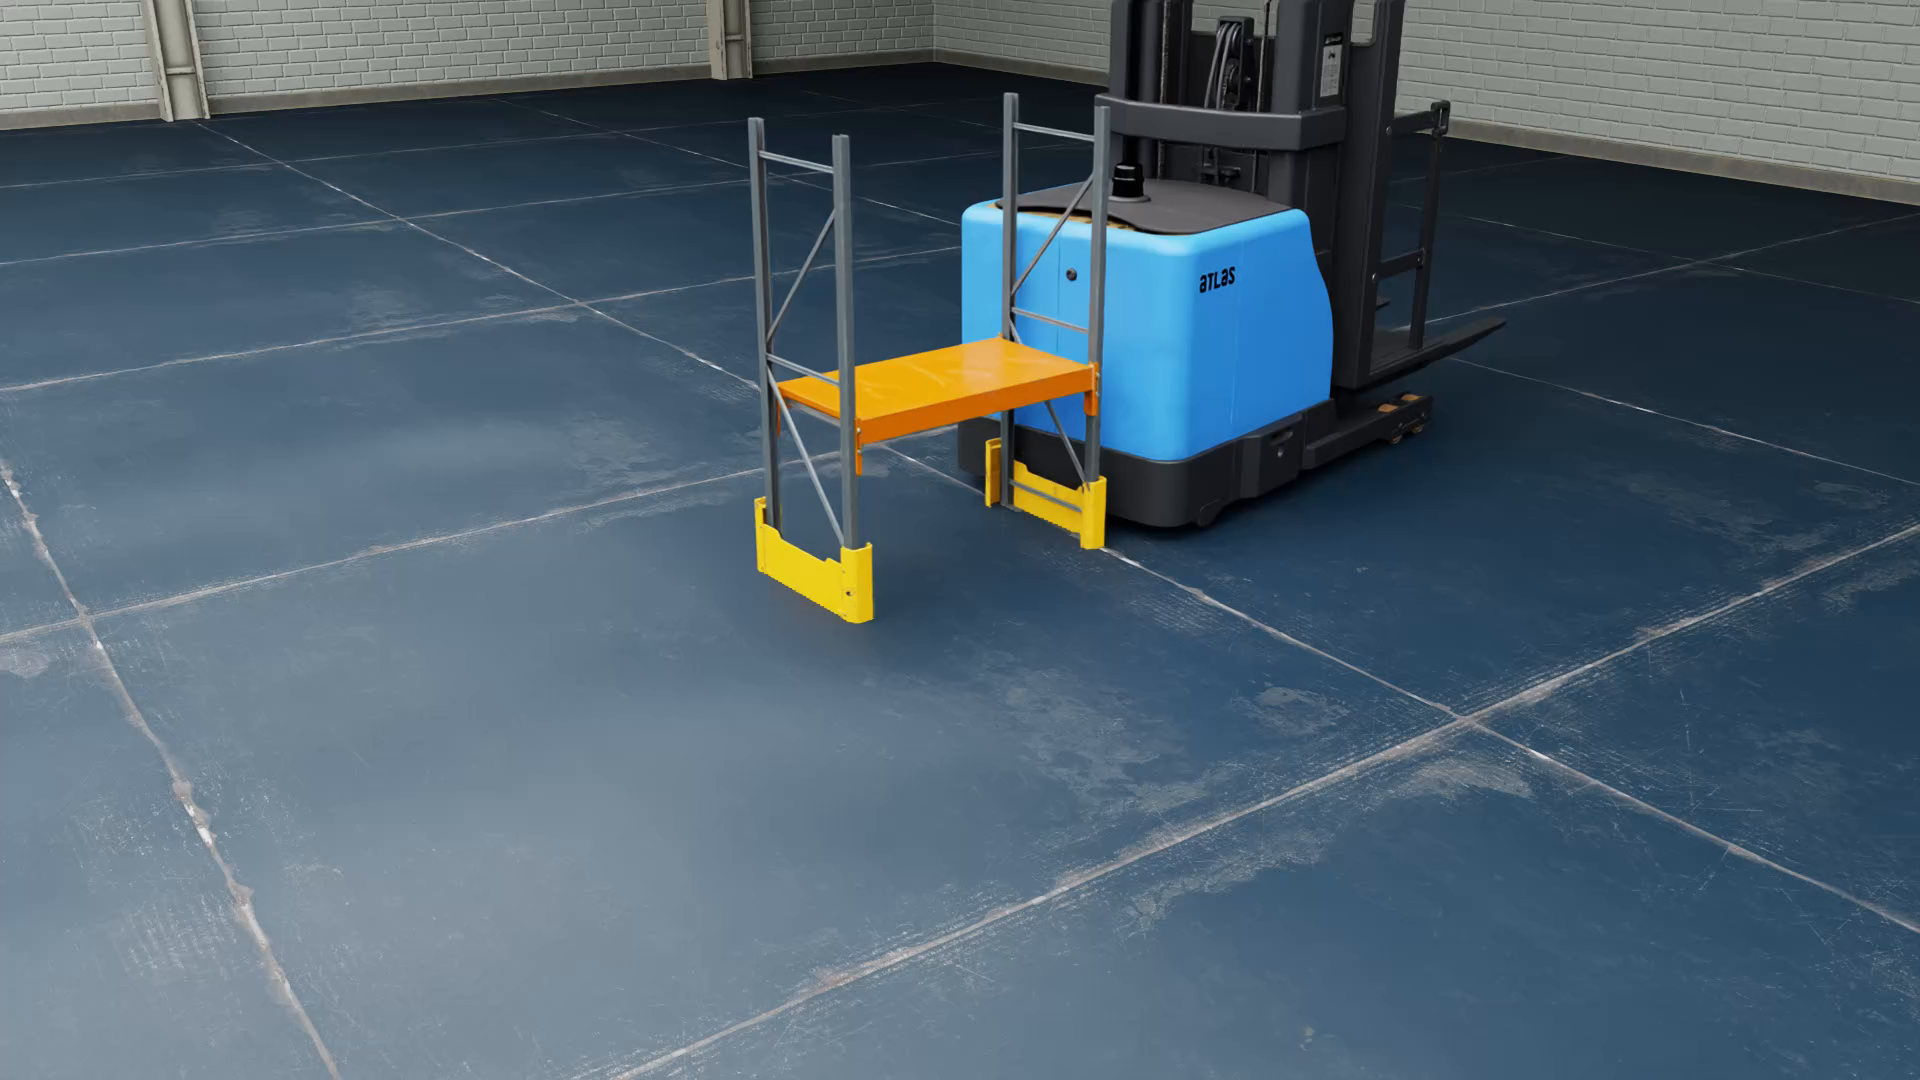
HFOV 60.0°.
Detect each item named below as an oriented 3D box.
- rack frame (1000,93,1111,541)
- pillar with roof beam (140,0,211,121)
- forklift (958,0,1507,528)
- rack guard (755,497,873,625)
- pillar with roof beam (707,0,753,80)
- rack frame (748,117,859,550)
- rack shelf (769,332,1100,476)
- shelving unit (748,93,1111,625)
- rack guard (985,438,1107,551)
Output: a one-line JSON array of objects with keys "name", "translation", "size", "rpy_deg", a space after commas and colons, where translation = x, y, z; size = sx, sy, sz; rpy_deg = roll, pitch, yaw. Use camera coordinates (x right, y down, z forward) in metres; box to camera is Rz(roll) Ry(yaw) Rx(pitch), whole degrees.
[{"name": "rack frame", "translation": [0.316, -0.756, 5.767], "size": [0.032, 1.500, 0.500], "rpy_deg": [-16, 27, -35]}, {"name": "pillar with roof beam", "translation": [-5.024, -6.992, 11.276], "size": [0.400, 9.000, 9.100], "rpy_deg": [-15, 26, -33]}, {"name": "forklift", "translation": [1.349, -1.869, 6.626], "size": [1.130, 2.935, 3.031], "rpy_deg": [18, 28, 38]}, {"name": "rack guard", "translation": [-0.480, 0.058, 5.413], "size": [0.087, 0.250, 0.587], "rpy_deg": [-16, 27, -35]}, {"name": "pillar with roof beam", "translation": [-0.154, -8.290, 14.530], "size": [0.400, 9.000, 9.100], "rpy_deg": [-15, 26, -33]}, {"name": "rack frame", "translation": [-0.481, -0.522, 5.181], "size": [0.032, 1.500, 0.500], "rpy_deg": [-16, 27, -35]}, {"name": "rack shelf", "translation": [-0.083, -0.472, 5.540], "size": [1.000, 0.185, 0.538], "rpy_deg": [-16, 27, -35]}, {"name": "shelving unit", "translation": [-0.090, -0.637, 5.469], "size": [1.083, 1.500, 0.587], "rpy_deg": [-16, 27, -35]}, {"name": "rack guard", "translation": [0.301, -0.171, 5.987], "size": [0.087, 0.250, 0.587], "rpy_deg": [-16, 27, -35]}]
